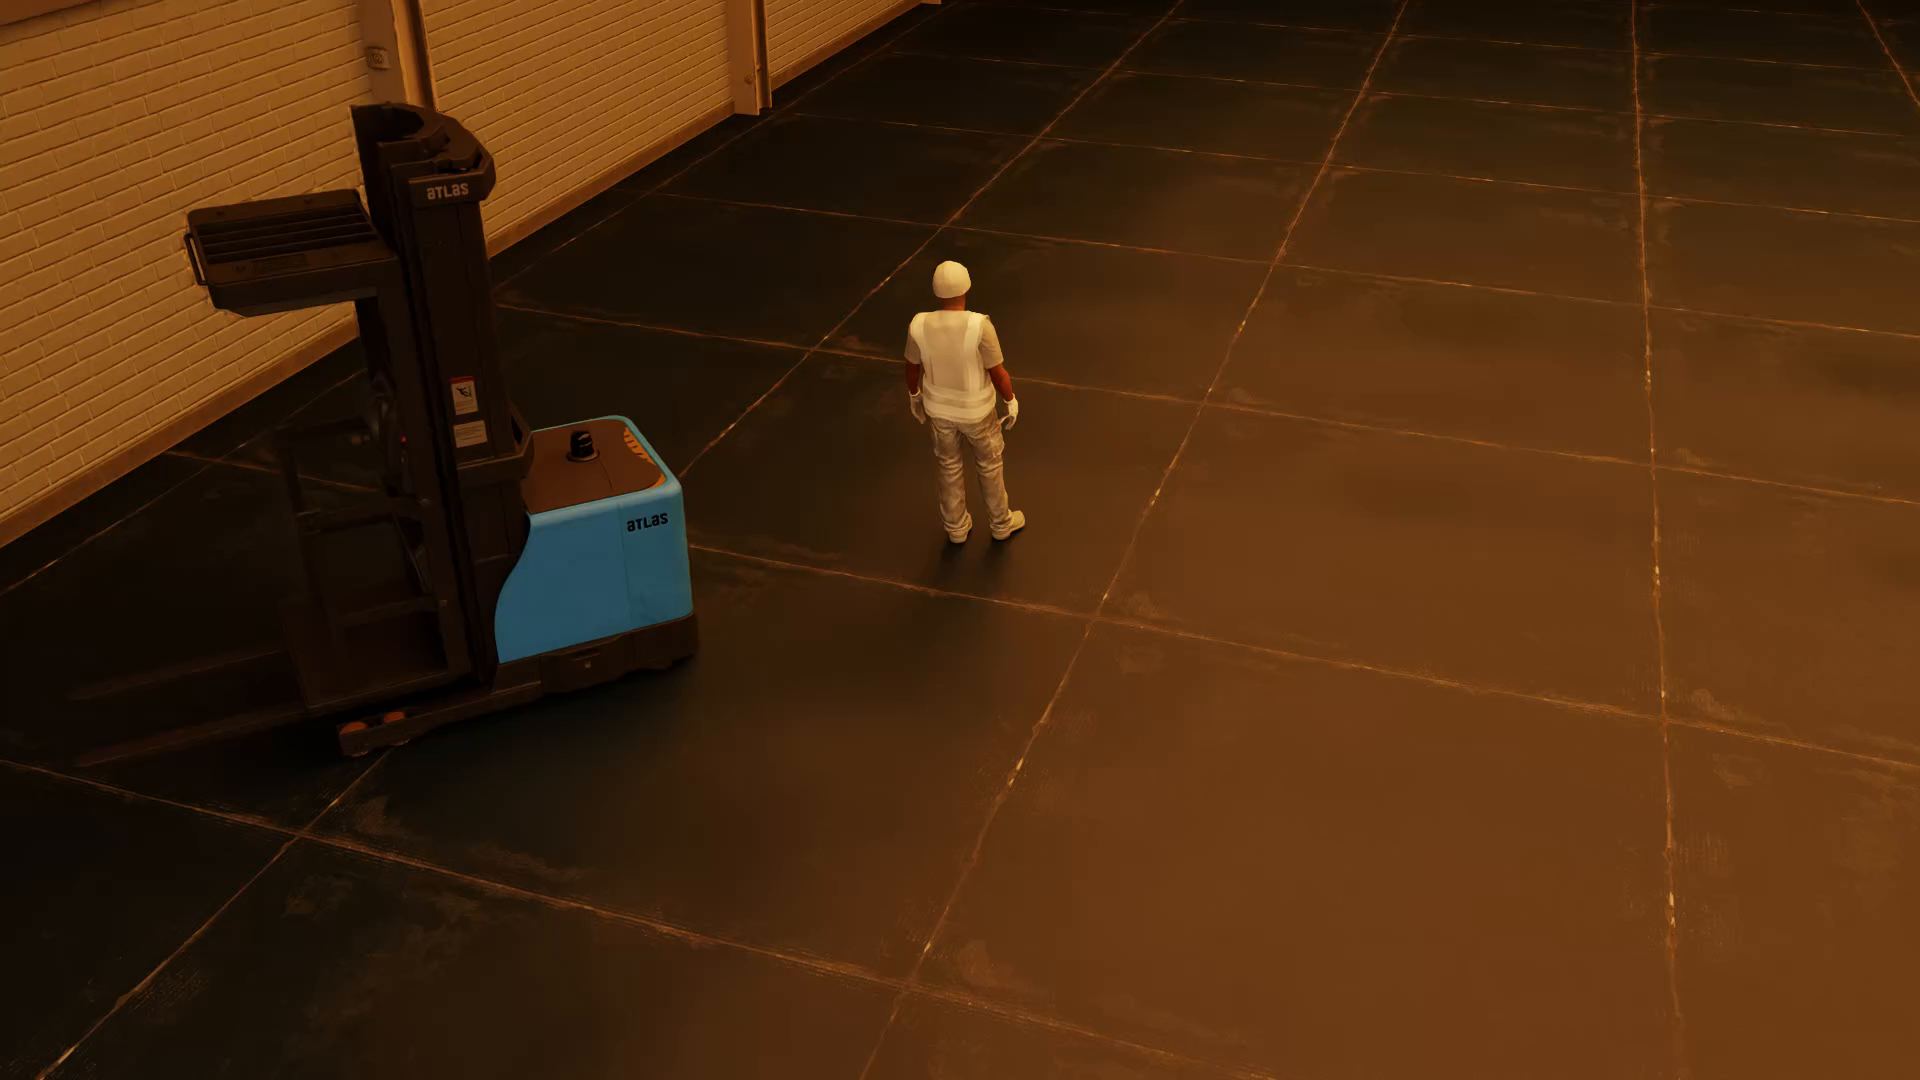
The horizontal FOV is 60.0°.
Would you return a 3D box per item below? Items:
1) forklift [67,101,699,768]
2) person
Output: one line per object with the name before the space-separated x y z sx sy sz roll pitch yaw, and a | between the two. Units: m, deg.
forklift | -2.954 -0.504 8.020 3.031 2.935 1.130 -14 33 -23
person | 0.031 -0.814 9.708 0.657 1.785 0.575 10 31 16
